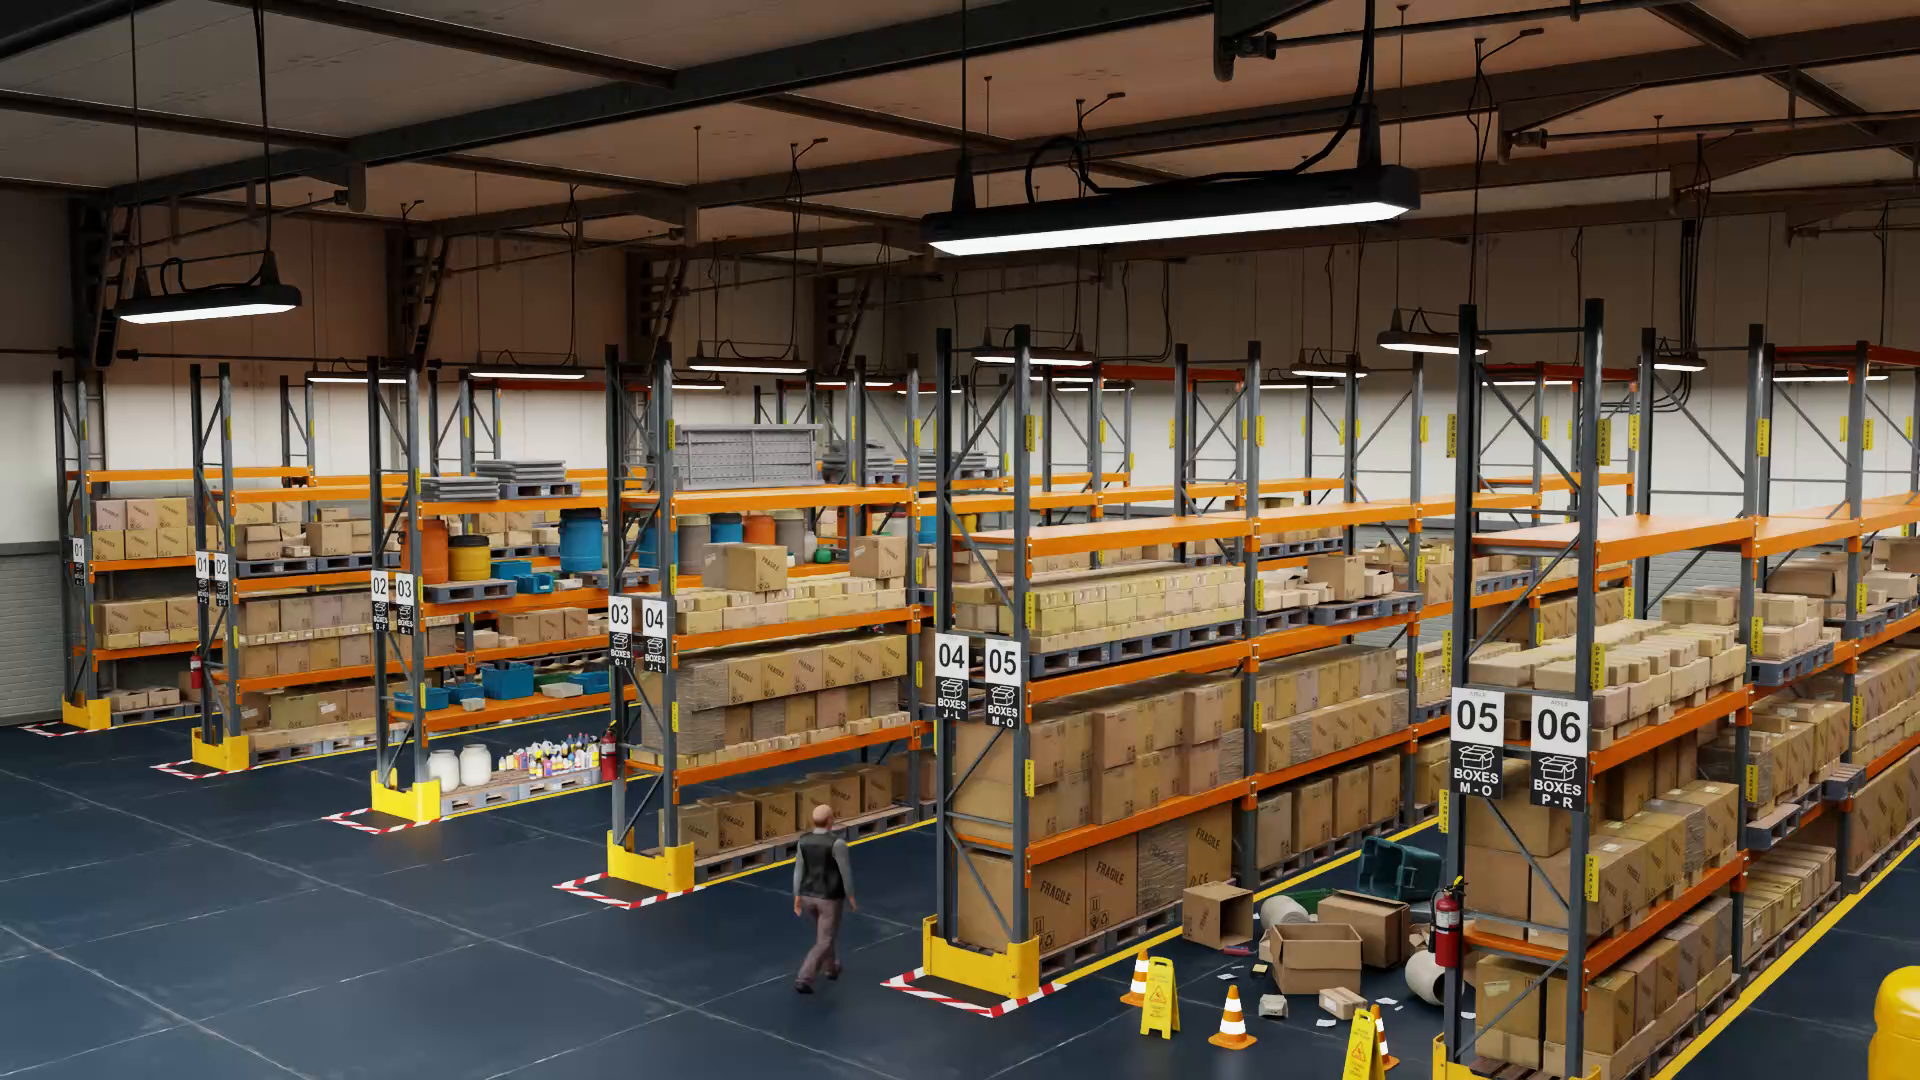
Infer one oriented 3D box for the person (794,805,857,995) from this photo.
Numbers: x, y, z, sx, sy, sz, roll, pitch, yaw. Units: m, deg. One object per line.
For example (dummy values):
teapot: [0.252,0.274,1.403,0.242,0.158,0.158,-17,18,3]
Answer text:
person: [-1.240,3.239,15.021,0.555,1.690,1.010,2,5,31]
